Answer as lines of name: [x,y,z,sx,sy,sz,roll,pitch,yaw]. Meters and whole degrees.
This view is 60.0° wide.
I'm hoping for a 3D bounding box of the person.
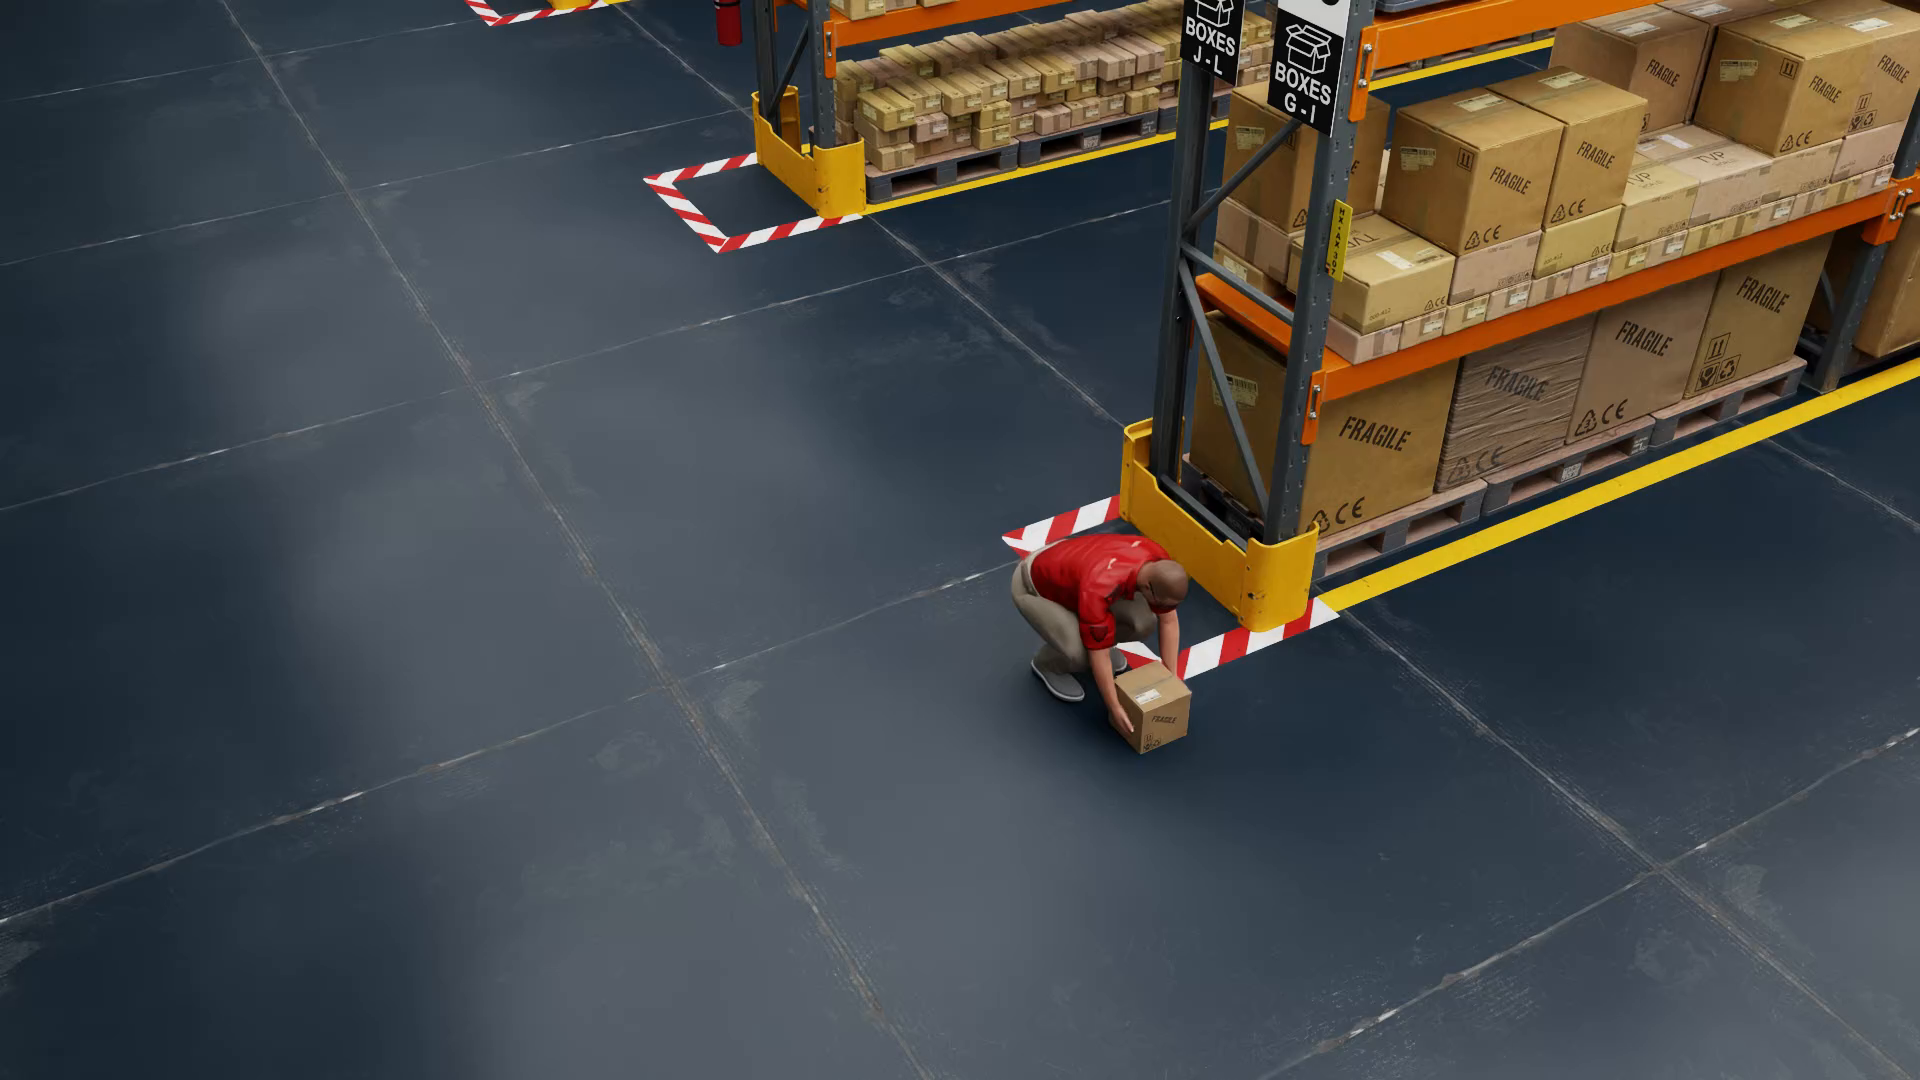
person: [0.622,0.305,7.265,0.549,0.865,0.880,-24,43,-29]
